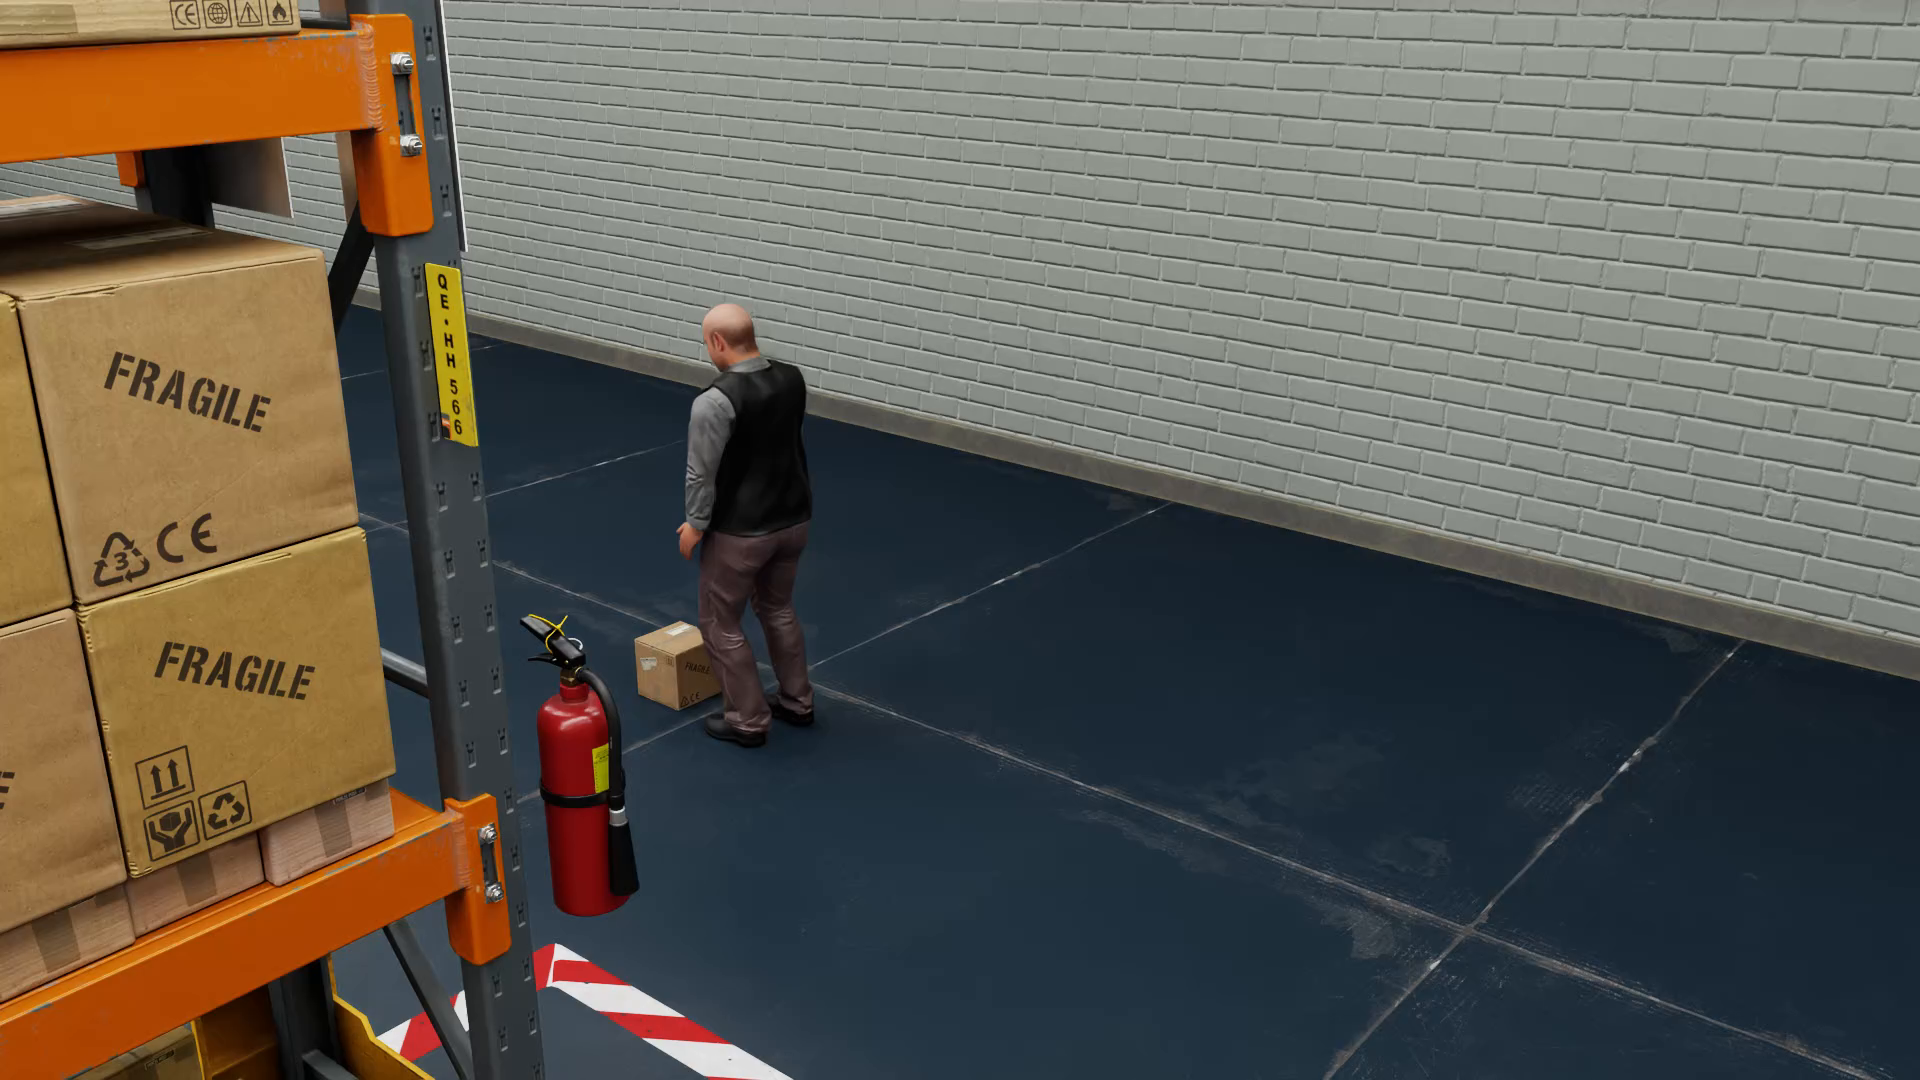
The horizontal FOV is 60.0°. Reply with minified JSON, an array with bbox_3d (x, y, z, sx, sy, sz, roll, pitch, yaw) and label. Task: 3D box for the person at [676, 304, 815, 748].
[{"bbox_3d":[-0.795,-0.043,6.276,0.378,1.697,0.546,16,26,38],"label":"person"}]
